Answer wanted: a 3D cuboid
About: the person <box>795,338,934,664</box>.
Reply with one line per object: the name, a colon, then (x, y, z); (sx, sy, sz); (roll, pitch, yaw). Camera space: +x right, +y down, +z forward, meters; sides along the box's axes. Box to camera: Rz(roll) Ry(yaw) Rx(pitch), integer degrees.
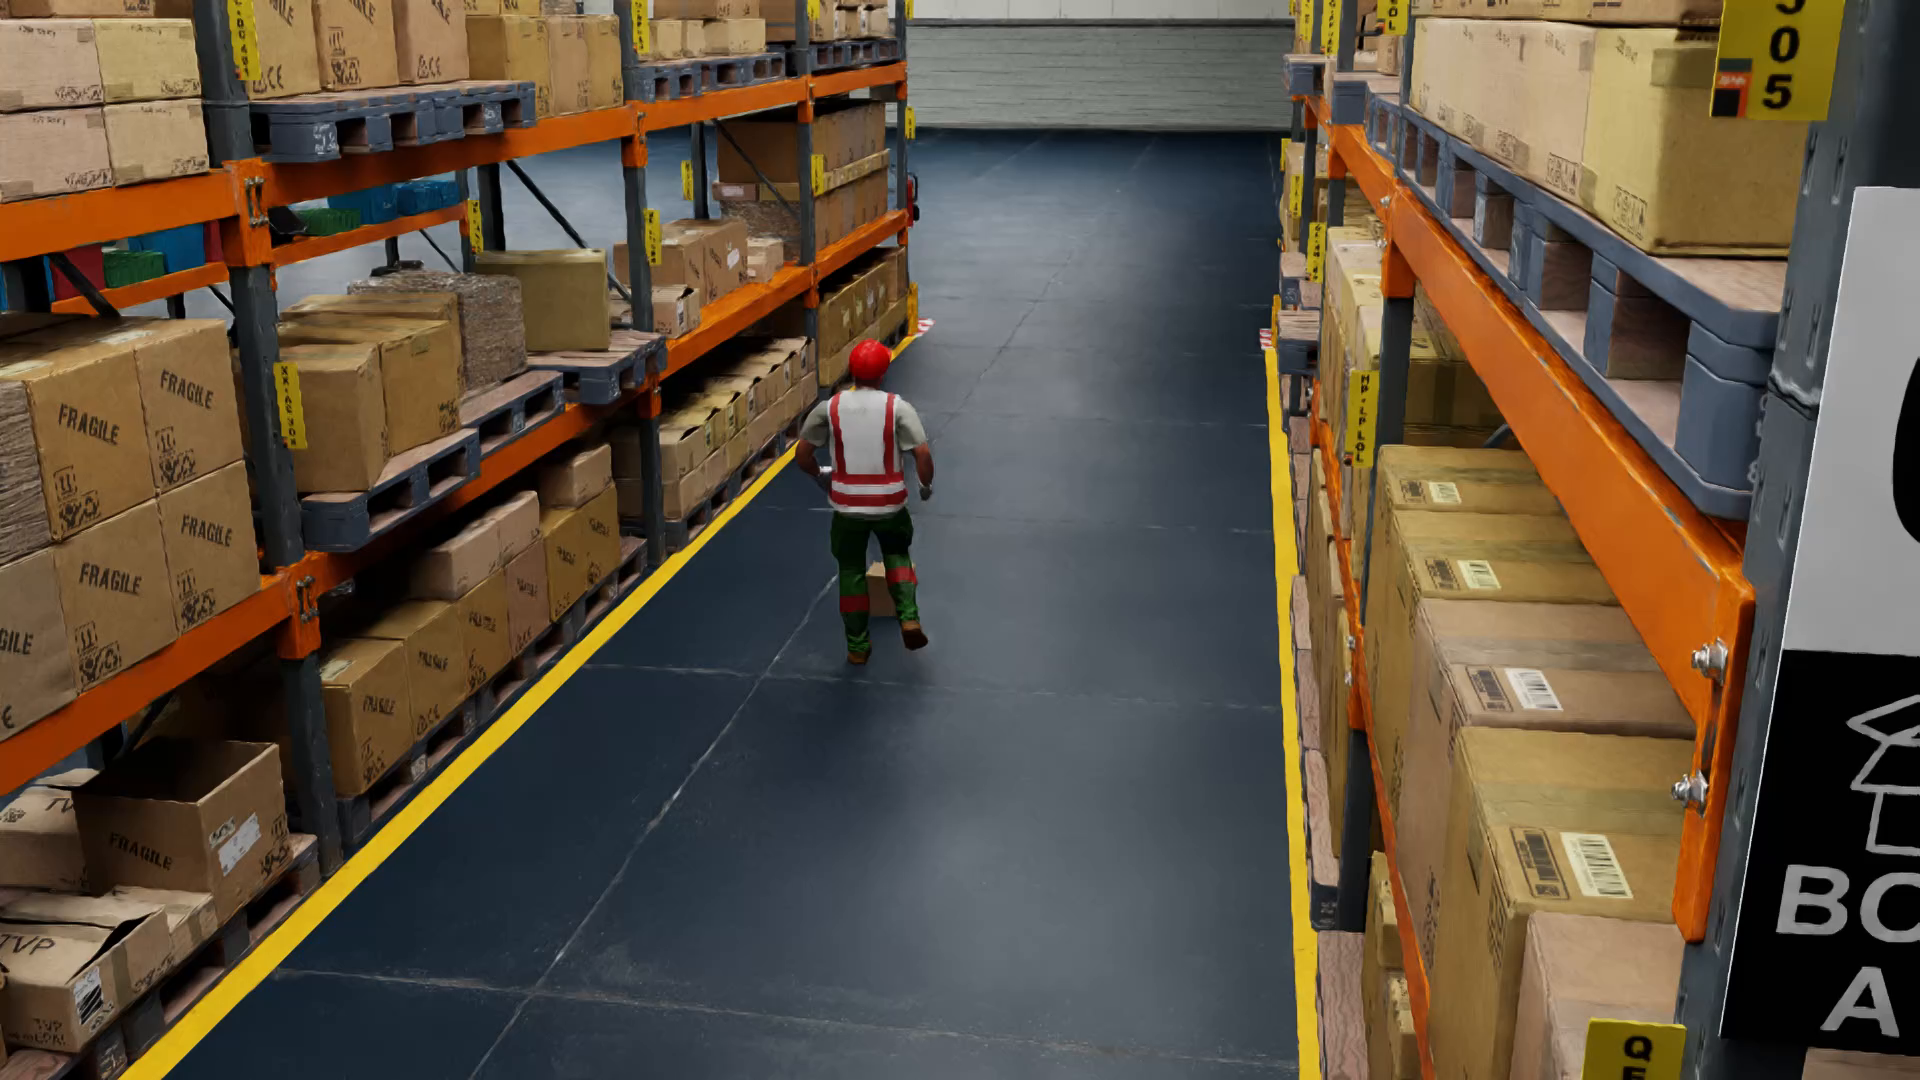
person: (-0.496, -0.205, 8.716); (0.716, 1.753, 0.497); (-1, 18, -3)
